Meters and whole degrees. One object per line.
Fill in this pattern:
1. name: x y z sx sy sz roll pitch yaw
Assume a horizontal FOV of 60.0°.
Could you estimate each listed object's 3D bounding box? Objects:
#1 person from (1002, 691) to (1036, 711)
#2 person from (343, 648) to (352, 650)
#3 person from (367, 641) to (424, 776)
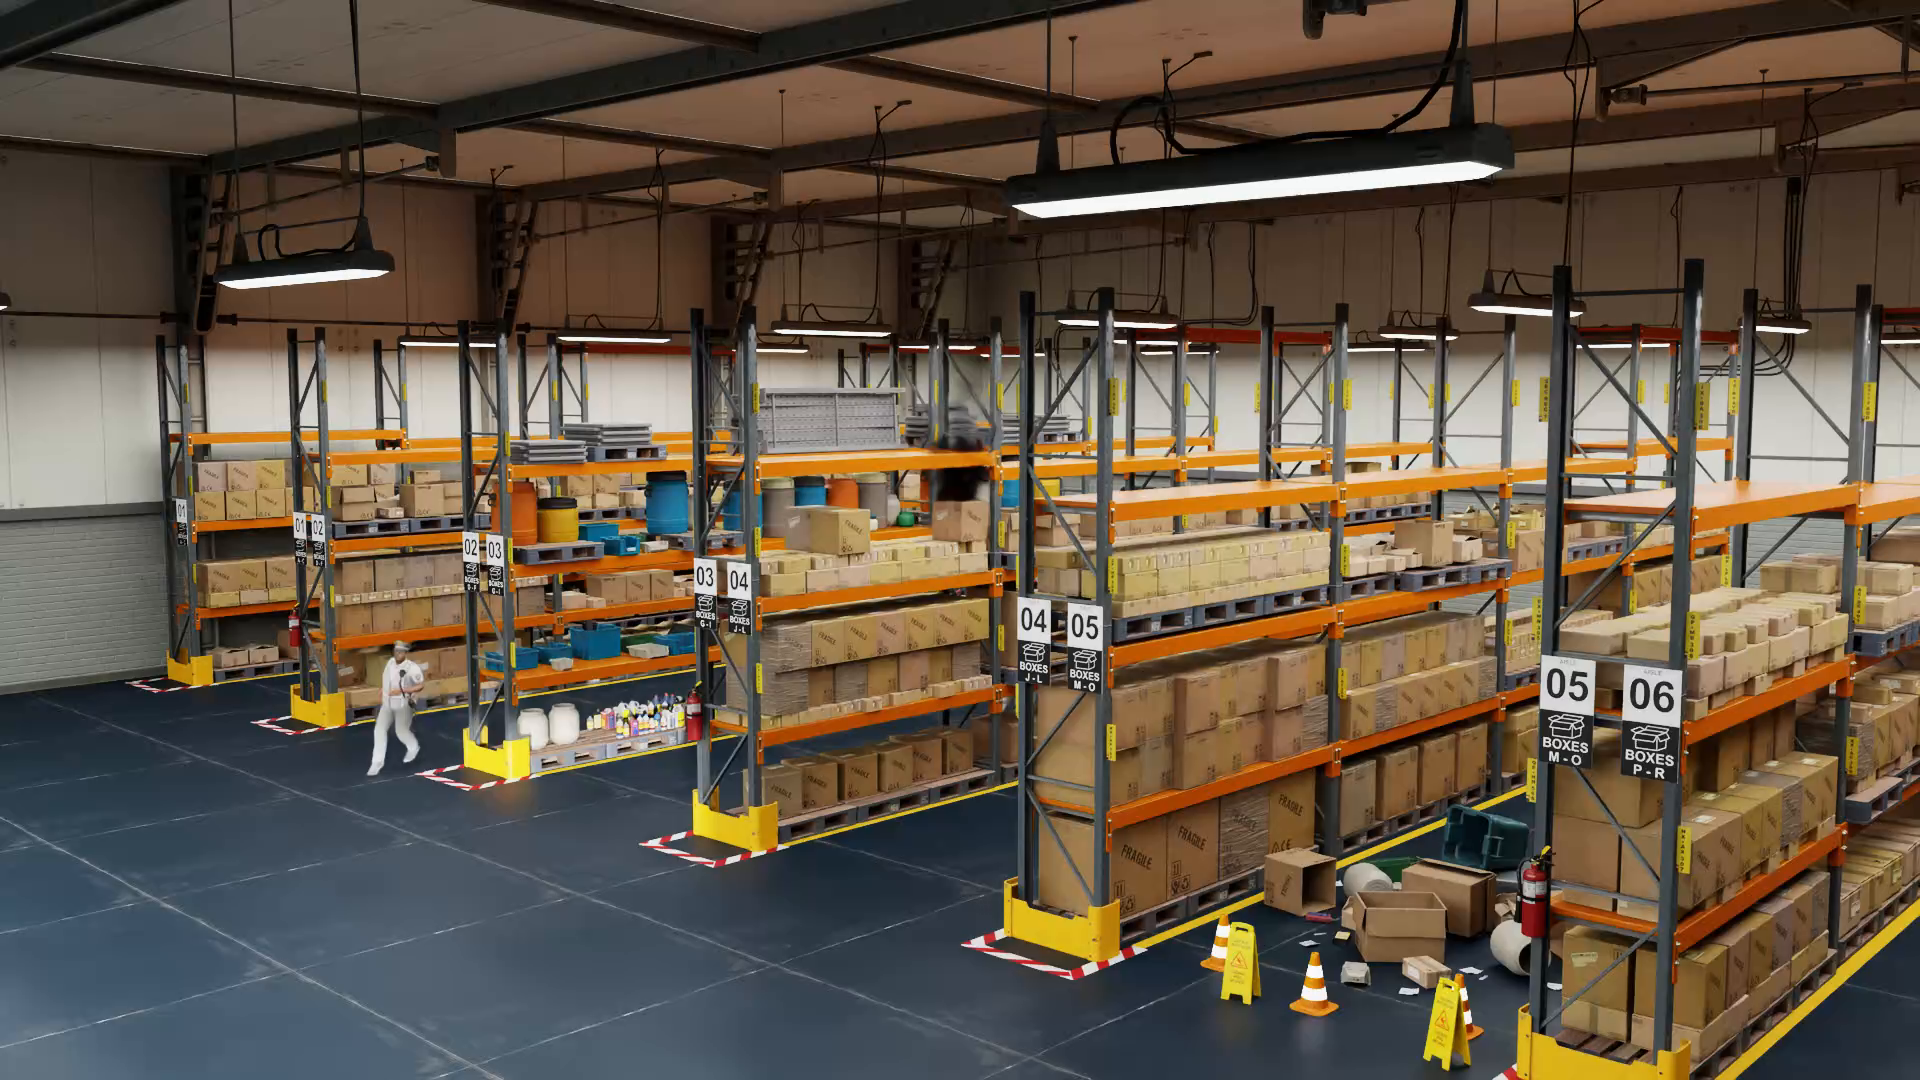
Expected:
1. person: 0.874 1.787 26.235 0.704 1.762 1.048 4 6 33
2. person: -10.216 1.782 27.357 0.536 1.611 0.628 -5 7 -43
3. person: -7.475 2.220 22.258 0.699 1.804 0.896 2 6 17
